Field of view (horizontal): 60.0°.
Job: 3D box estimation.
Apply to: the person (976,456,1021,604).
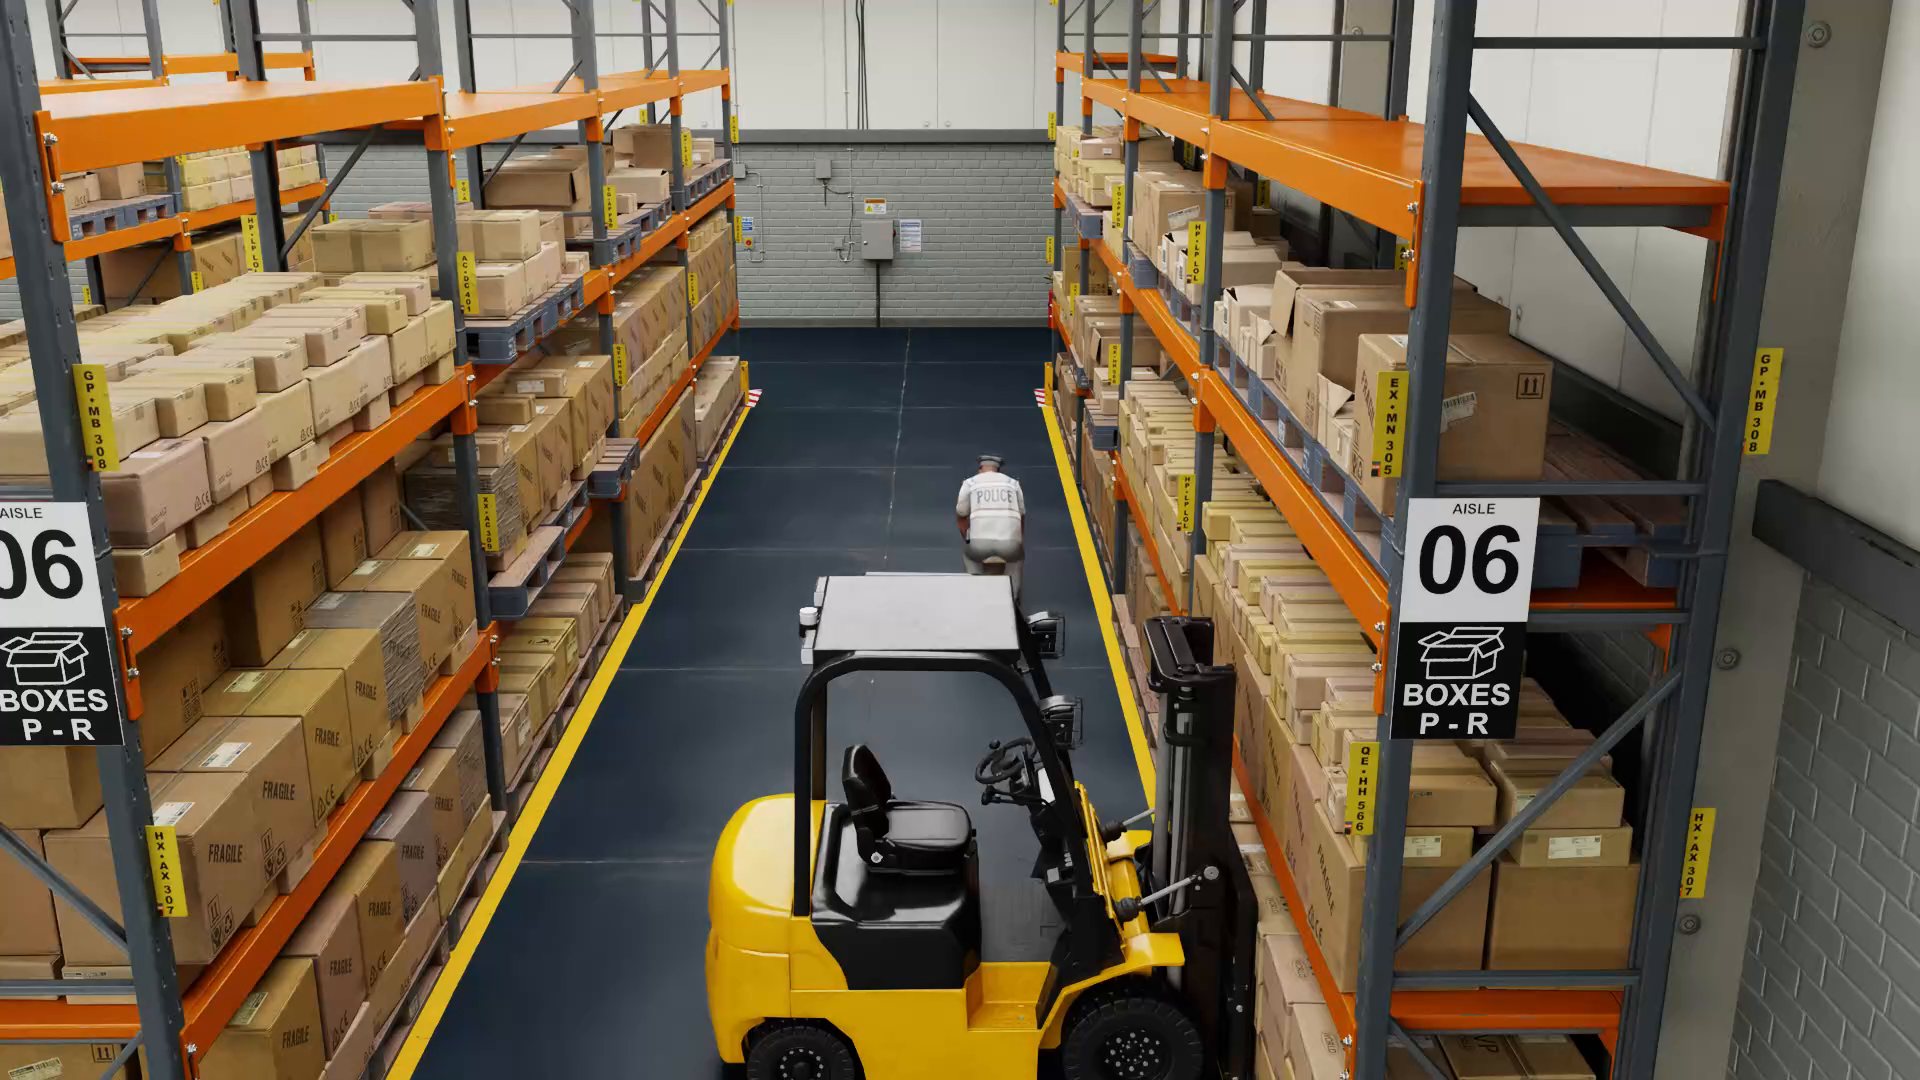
[{"bbox_3d":[0.298,-0.087,13.808,0.430,1.177,0.720,1,17,3],"label":"person"}]
